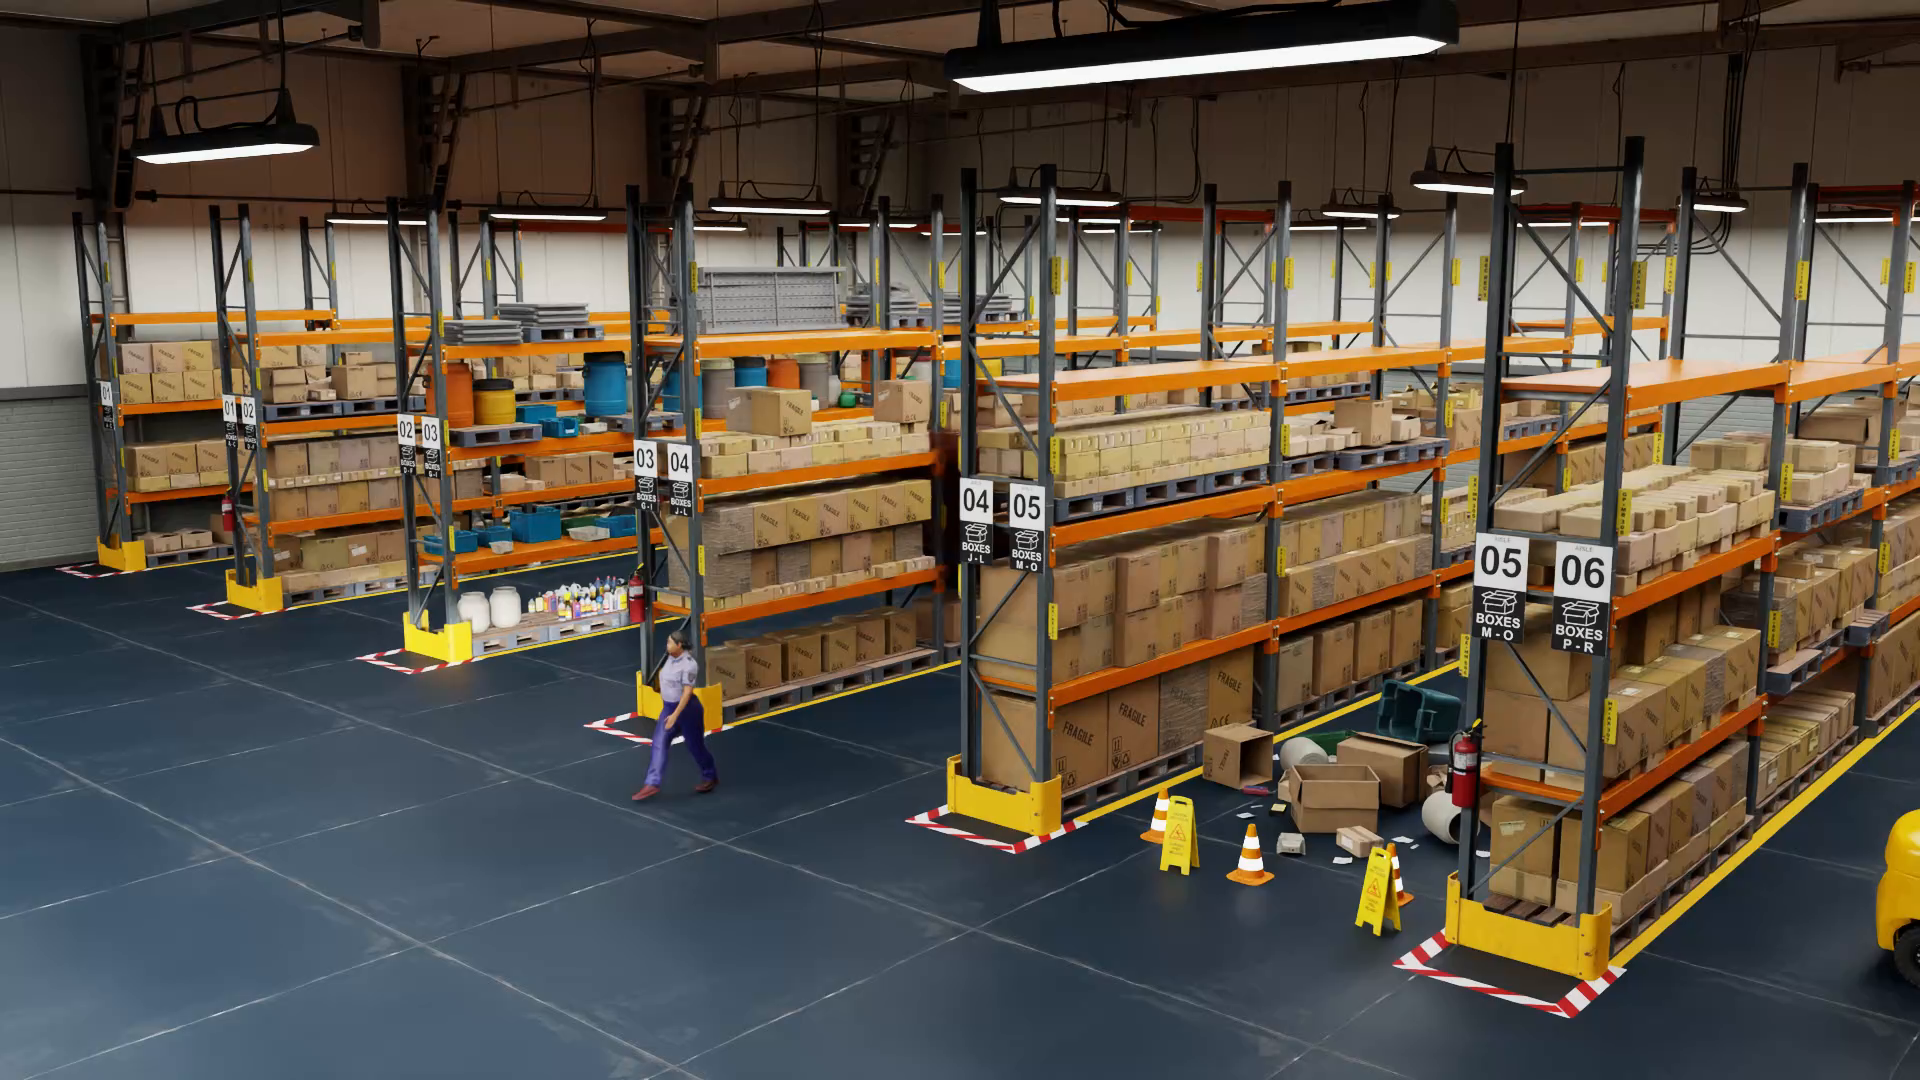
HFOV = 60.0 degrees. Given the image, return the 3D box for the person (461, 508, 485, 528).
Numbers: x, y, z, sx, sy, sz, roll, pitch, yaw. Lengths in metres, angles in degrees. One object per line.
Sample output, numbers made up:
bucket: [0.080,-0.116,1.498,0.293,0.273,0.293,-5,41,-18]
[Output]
person: [-9.057,-0.737,30.597,0.504,1.670,0.491,-7,12,-38]

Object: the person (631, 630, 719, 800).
person: [-2.785,1.688,16.178,0.904,1.610,0.501,-9,13,-43]
